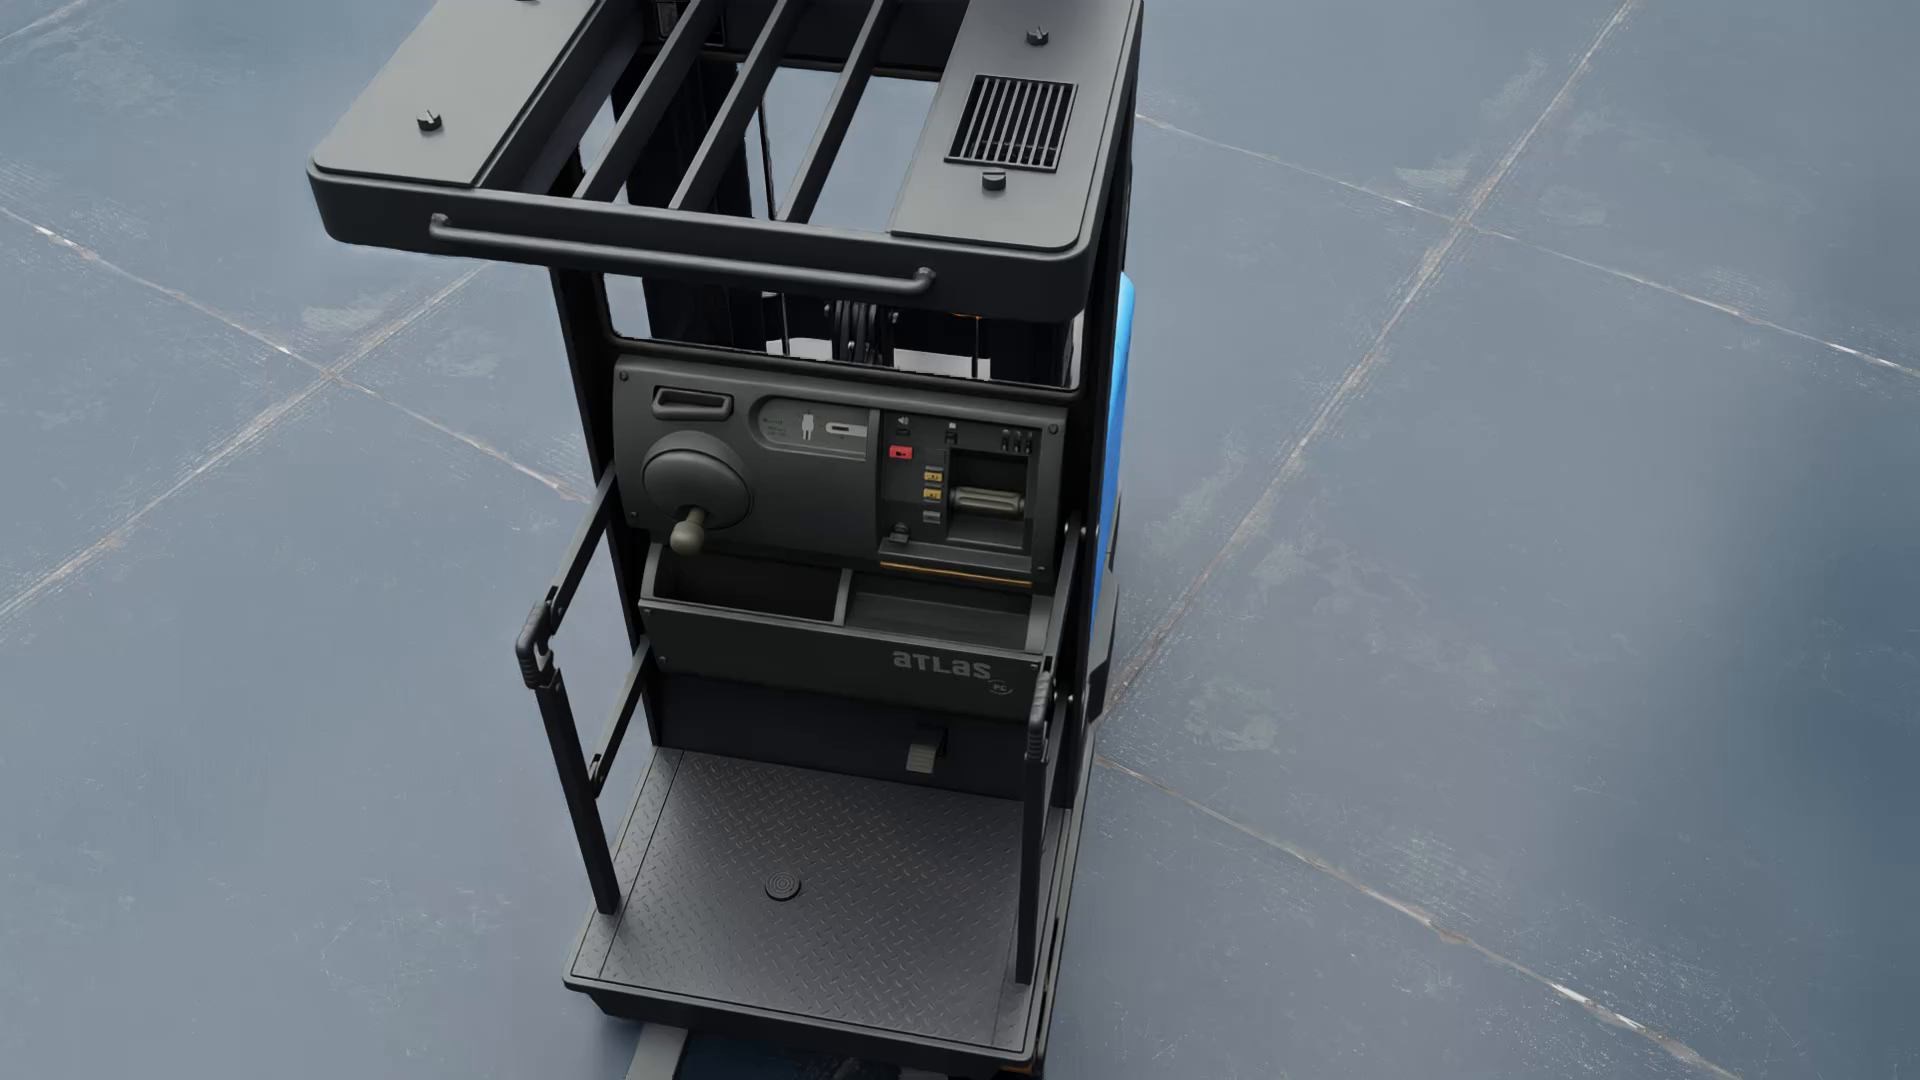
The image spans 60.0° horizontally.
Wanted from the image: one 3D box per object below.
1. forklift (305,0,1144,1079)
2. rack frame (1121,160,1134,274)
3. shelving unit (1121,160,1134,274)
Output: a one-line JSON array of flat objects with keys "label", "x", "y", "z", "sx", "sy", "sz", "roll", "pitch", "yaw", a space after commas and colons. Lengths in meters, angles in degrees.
[{"label": "forklift", "x": -0.291, "y": -0.035, "z": 3.240, "sx": 1.130, "sy": 2.935, "sz": 3.031, "roll": 8, "pitch": 46, "yaw": 7}, {"label": "rack frame", "x": 0.451, "y": -0.546, "z": 4.944, "sx": 0.015, "sy": 1.200, "sz": 0.240, "roll": 8, "pitch": 46, "yaw": 7}, {"label": "shelving unit", "x": 0.211, "y": -0.578, "z": 4.975, "sx": 0.503, "sy": 1.200, "sz": 0.258, "roll": 8, "pitch": 46, "yaw": 7}]
